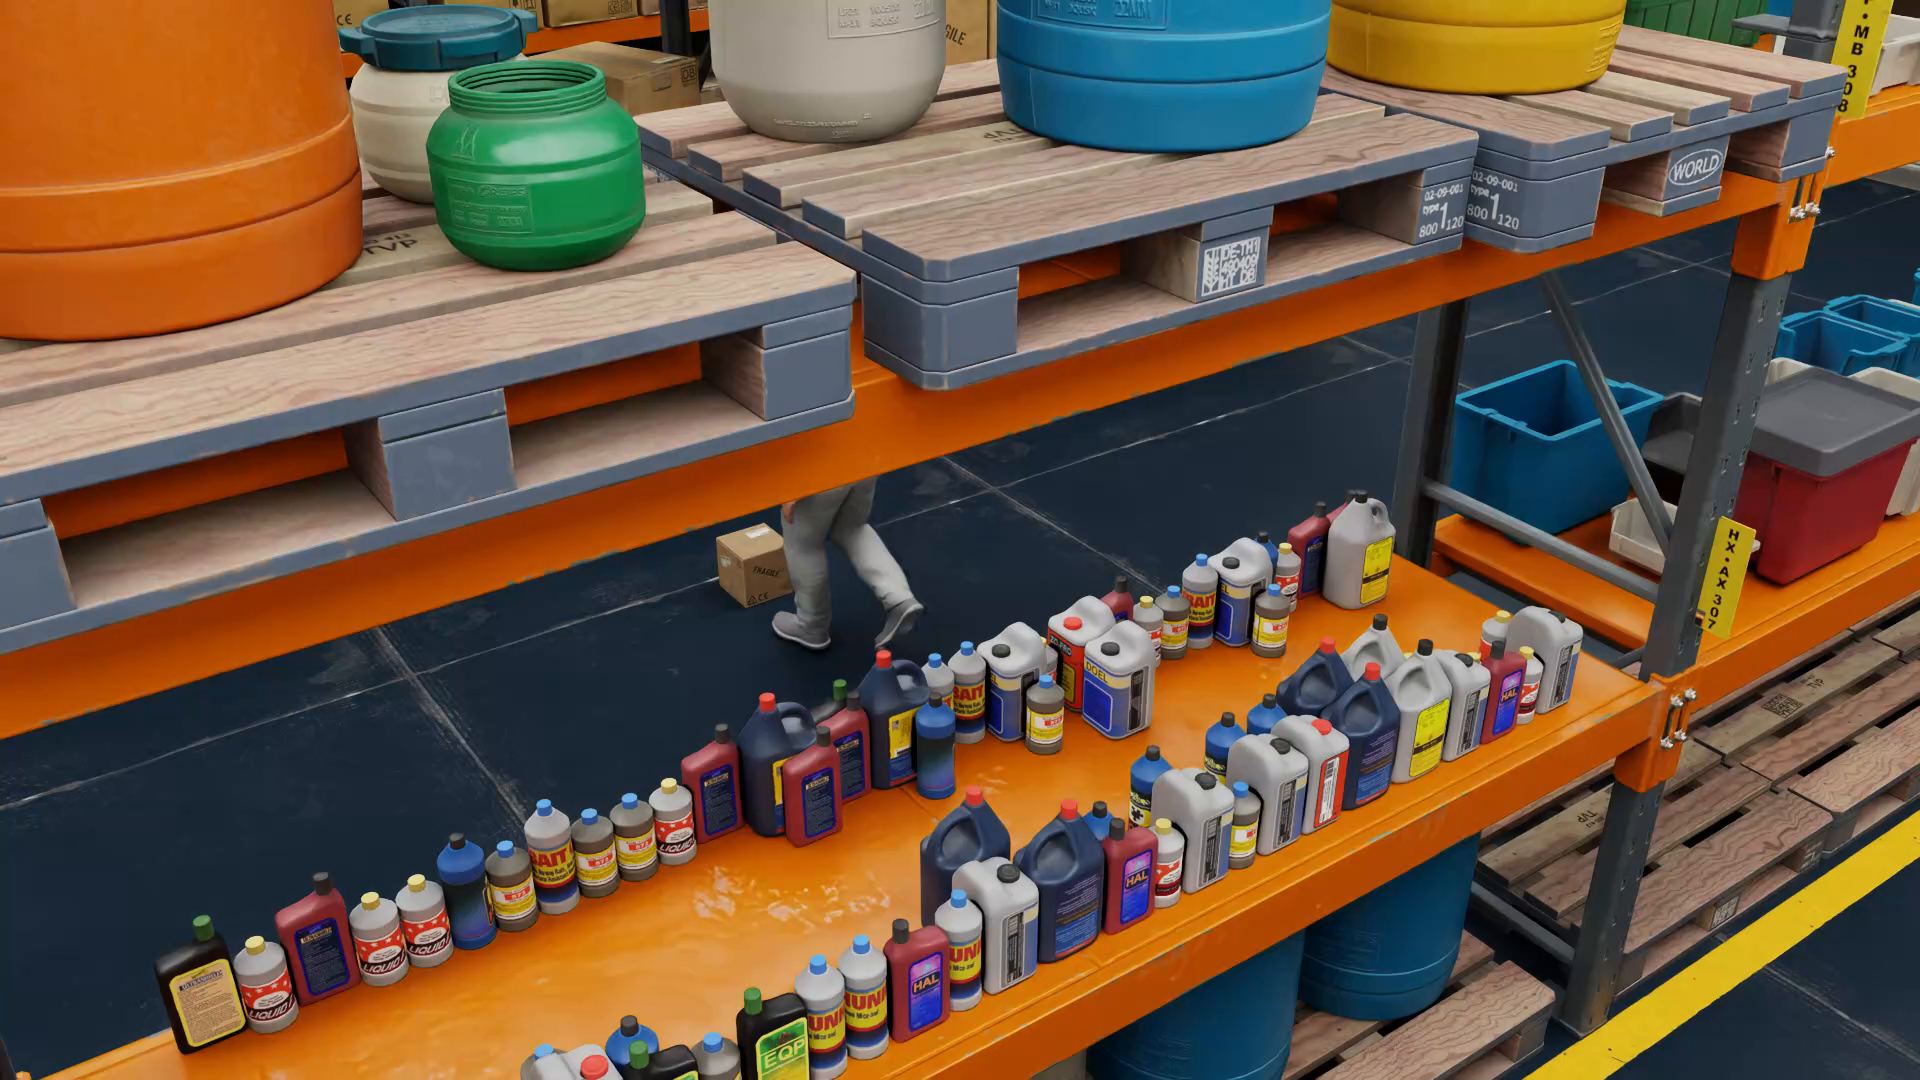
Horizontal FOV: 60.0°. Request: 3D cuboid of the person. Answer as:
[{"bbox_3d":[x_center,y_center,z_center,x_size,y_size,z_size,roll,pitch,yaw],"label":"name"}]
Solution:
[{"bbox_3d":[-0.505,-0.304,6.659,0.725,1.735,0.548,22,35,35],"label":"person"}]
